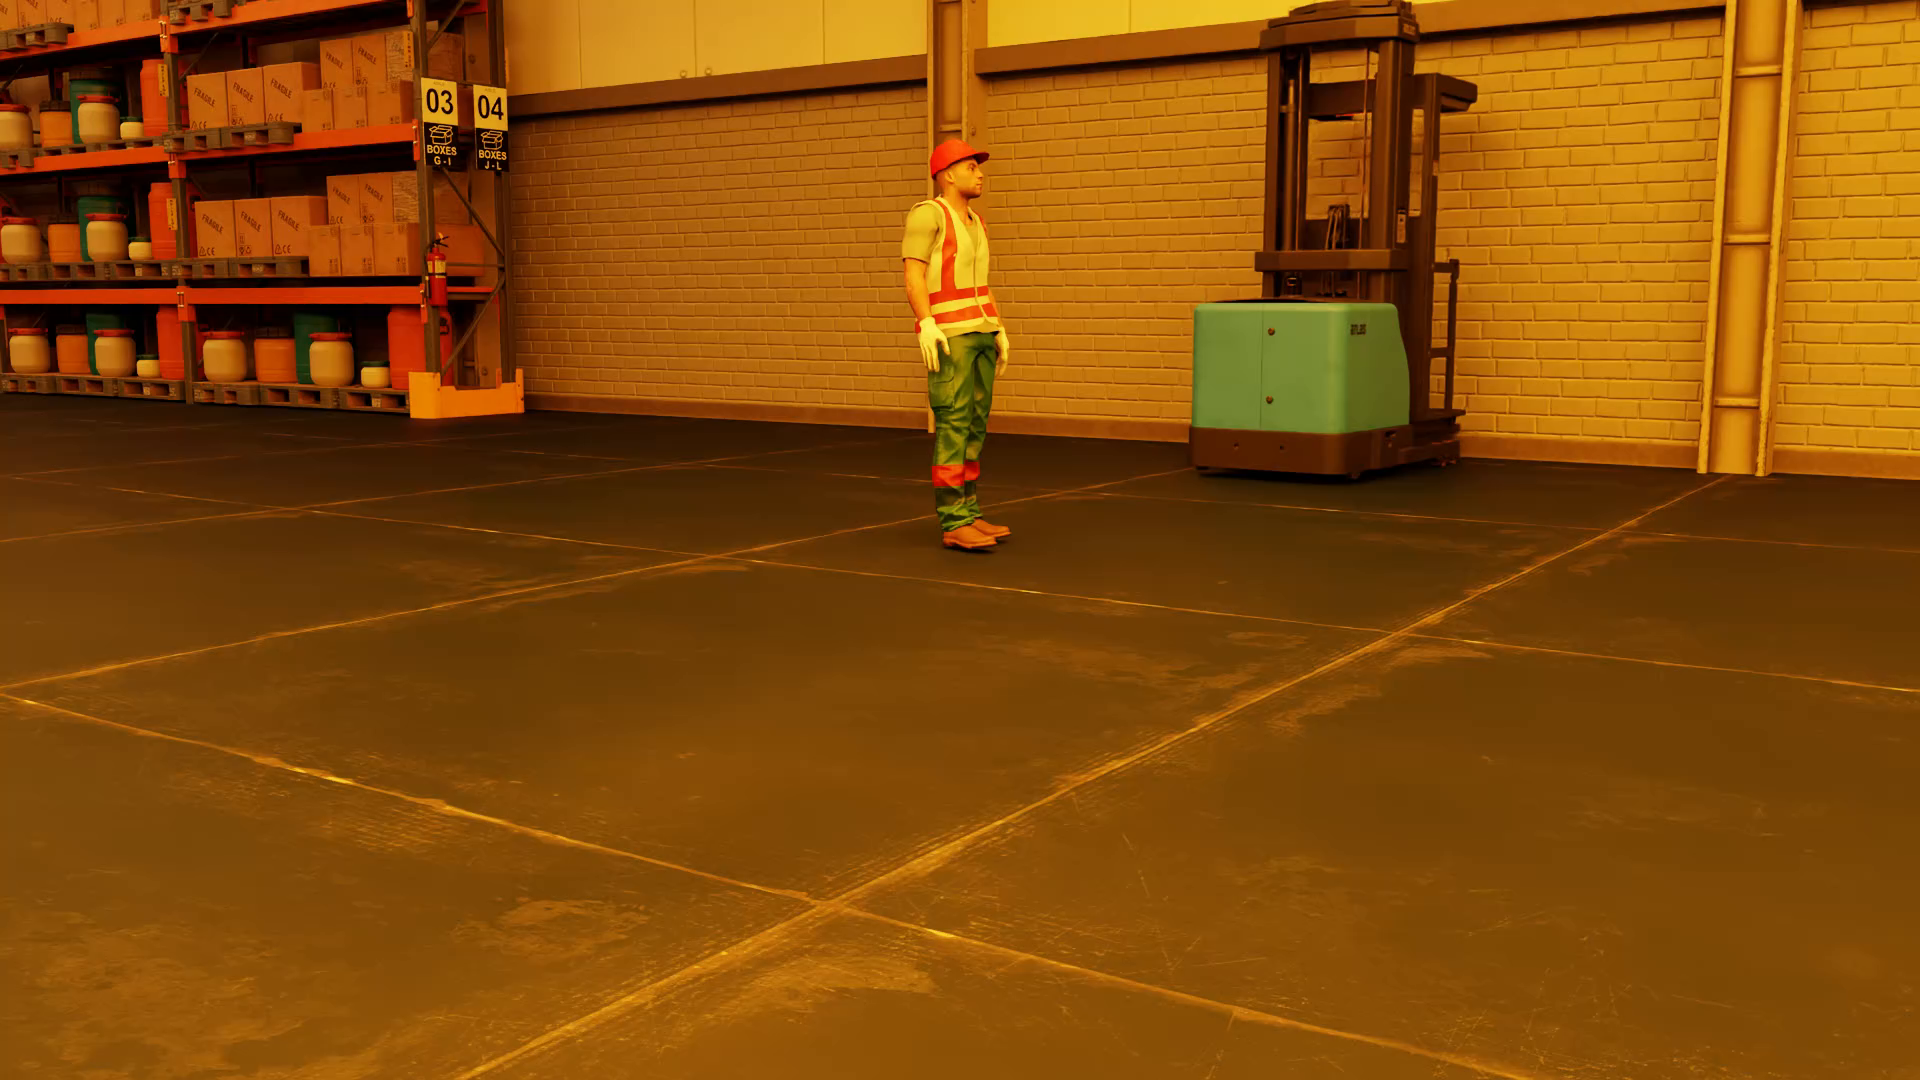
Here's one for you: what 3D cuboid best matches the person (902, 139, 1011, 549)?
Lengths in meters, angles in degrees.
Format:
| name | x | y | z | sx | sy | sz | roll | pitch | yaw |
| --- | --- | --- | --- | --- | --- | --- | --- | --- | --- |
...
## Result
| name | x | y | z | sx | sy | sz | roll | pitch | yaw |
| --- | --- | --- | --- | --- | --- | --- | --- | --- | --- |
| person | 0.060 | -0.885 | 7.422 | 0.562 | 1.790 | 0.637 | 5 | 10 | 34 |

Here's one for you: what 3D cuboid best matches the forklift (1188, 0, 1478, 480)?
| name | x | y | z | sx | sy | sz | roll | pitch | yaw |
| --- | --- | --- | --- | --- | --- | --- | --- | --- | --- |
| forklift | 2.714 | -1.971 | 11.057 | 1.130 | 2.935 | 3.031 | 6 | 10 | 36 |
